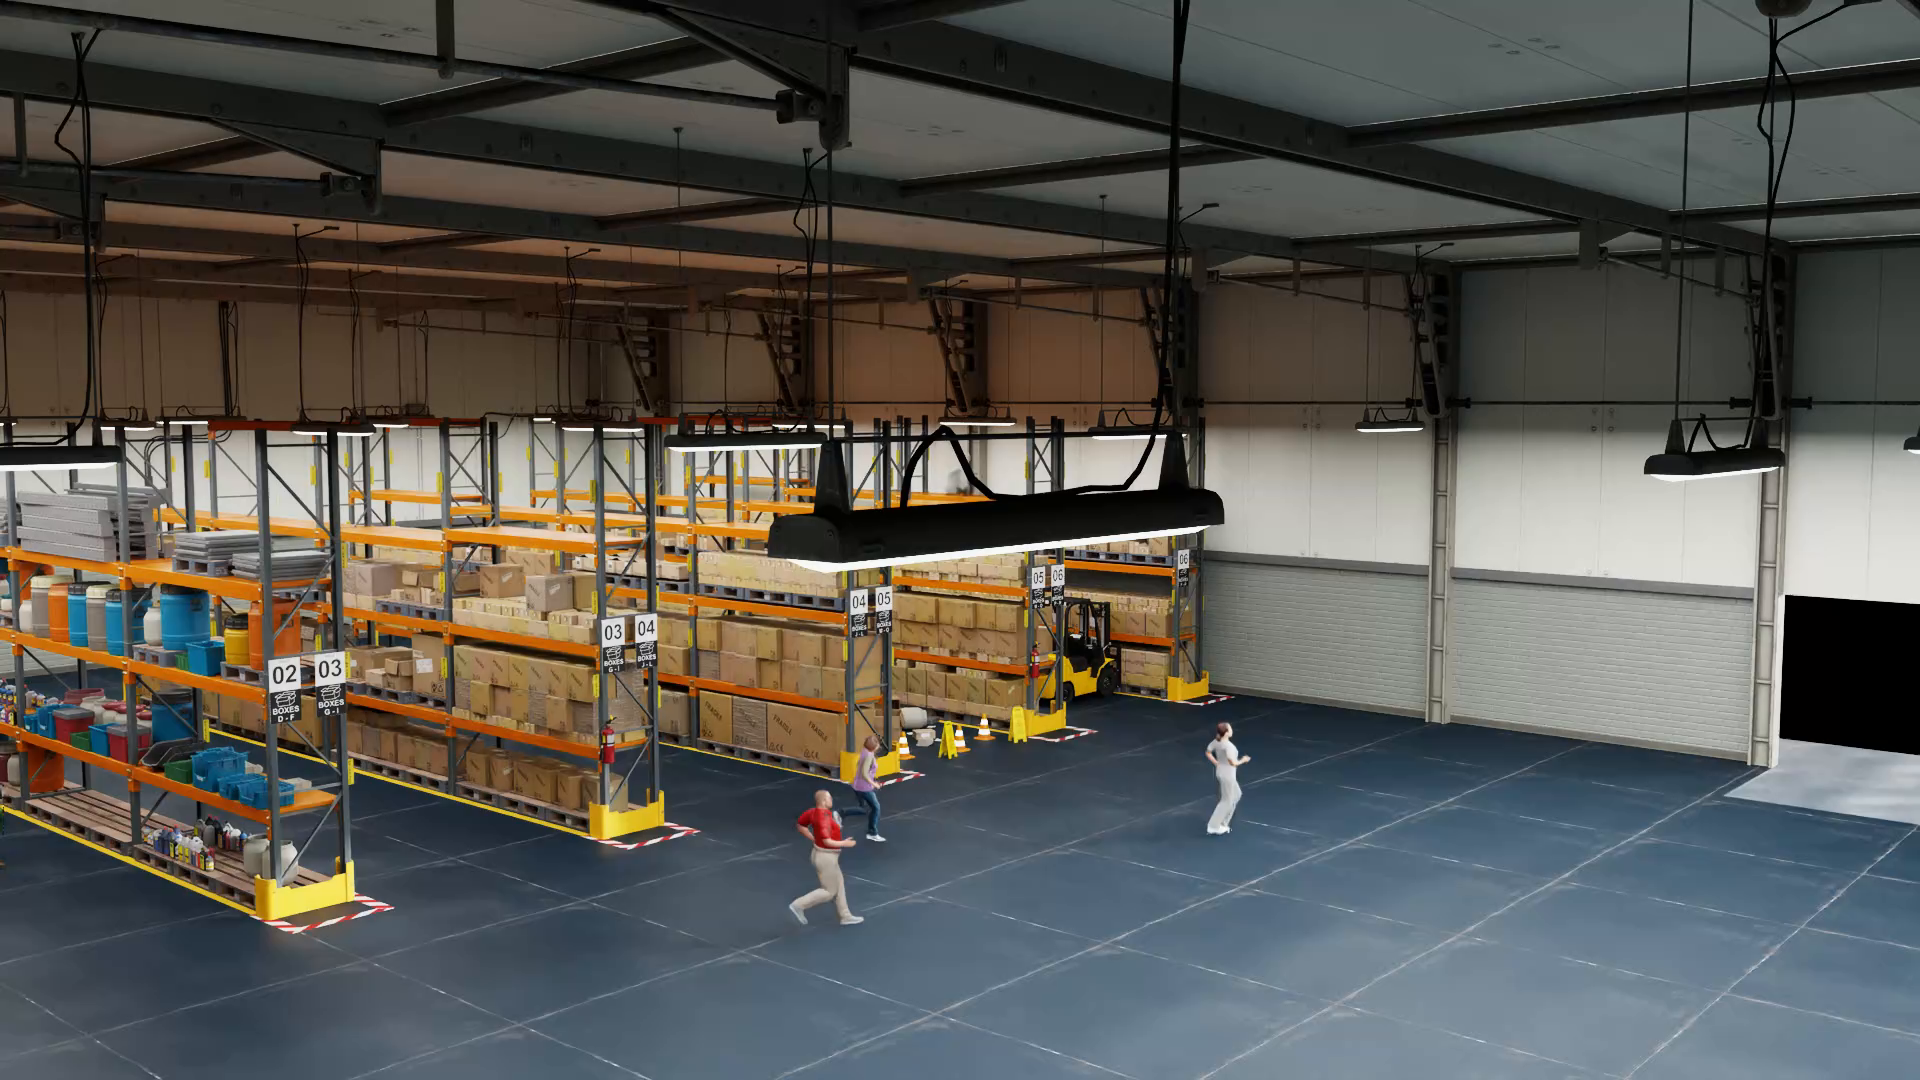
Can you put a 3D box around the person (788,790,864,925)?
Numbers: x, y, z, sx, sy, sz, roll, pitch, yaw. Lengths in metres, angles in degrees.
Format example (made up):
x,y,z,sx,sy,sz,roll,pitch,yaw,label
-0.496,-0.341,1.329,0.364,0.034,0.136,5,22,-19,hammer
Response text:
x,y,z,sx,sy,sz,roll,pitch,yaw,label
-1.613,3.857,19.930,0.992,1.622,0.678,-2,5,-23,person

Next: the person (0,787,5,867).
x,y,z,sx,sy,sz,roll,pitch,yaw,label
-13.325,3.555,22.658,0.860,1.763,0.667,2,5,27,person

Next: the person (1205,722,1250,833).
x,y,z,sx,sy,sz,roll,pitch,yaw,label
3.914,3.482,24.329,0.642,1.678,0.546,-1,5,-14,person

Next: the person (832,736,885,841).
x,y,z,sx,sy,sz,roll,pitch,yaw,label
-1.449,3.592,23.882,0.768,1.576,0.554,-1,5,-16,person
